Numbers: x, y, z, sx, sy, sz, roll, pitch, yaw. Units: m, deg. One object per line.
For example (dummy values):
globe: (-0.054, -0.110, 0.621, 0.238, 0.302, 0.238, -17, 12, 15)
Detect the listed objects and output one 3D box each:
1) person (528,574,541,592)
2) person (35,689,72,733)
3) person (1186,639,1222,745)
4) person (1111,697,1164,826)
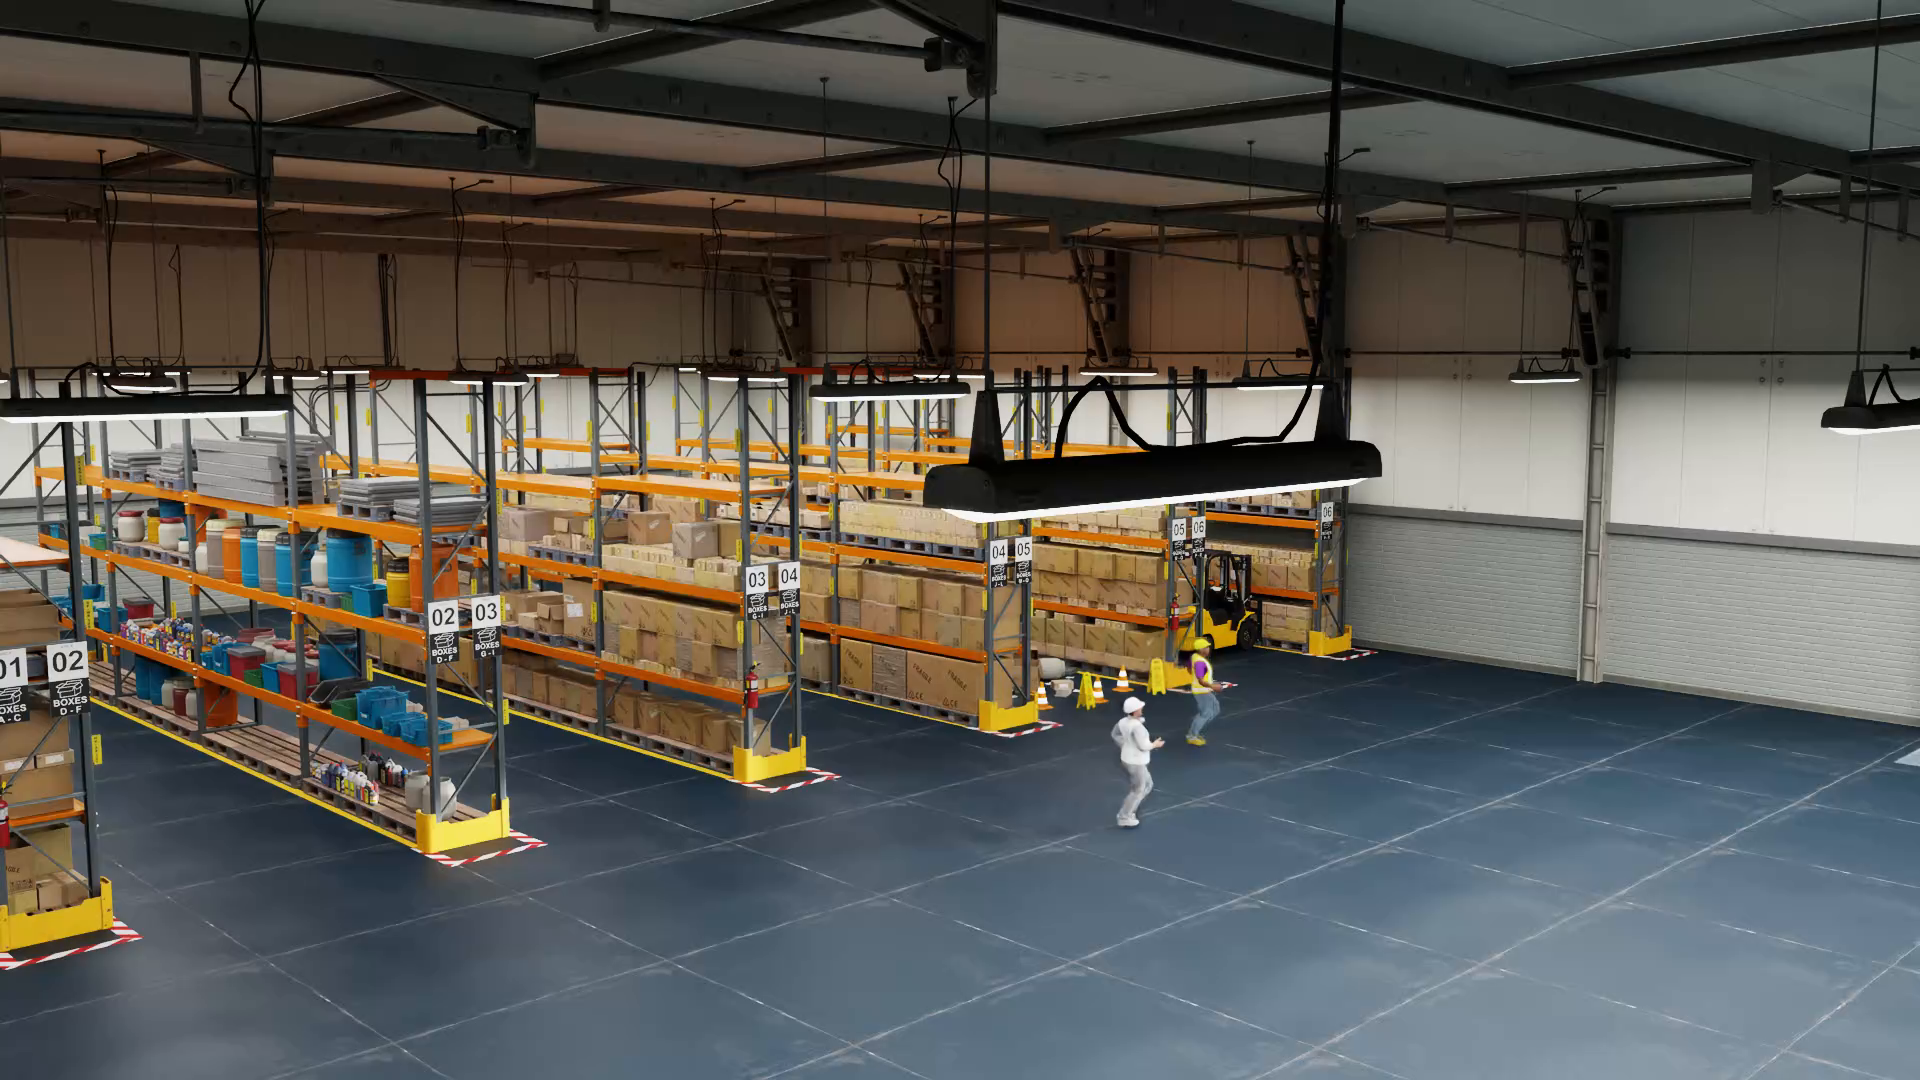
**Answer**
person: (-9.270, 1.508, 35.975, 0.535, 1.579, 0.594, -4, 8, -34)
person: (-14.127, 2.581, 25.971, 0.519, 1.651, 0.592, 6, 9, 41)
person: (3.944, 2.441, 26.880, 0.566, 1.721, 0.712, 1, 6, 5)
person: (2.385, 2.960, 22.198, 0.647, 1.767, 0.642, -2, 7, -15)
